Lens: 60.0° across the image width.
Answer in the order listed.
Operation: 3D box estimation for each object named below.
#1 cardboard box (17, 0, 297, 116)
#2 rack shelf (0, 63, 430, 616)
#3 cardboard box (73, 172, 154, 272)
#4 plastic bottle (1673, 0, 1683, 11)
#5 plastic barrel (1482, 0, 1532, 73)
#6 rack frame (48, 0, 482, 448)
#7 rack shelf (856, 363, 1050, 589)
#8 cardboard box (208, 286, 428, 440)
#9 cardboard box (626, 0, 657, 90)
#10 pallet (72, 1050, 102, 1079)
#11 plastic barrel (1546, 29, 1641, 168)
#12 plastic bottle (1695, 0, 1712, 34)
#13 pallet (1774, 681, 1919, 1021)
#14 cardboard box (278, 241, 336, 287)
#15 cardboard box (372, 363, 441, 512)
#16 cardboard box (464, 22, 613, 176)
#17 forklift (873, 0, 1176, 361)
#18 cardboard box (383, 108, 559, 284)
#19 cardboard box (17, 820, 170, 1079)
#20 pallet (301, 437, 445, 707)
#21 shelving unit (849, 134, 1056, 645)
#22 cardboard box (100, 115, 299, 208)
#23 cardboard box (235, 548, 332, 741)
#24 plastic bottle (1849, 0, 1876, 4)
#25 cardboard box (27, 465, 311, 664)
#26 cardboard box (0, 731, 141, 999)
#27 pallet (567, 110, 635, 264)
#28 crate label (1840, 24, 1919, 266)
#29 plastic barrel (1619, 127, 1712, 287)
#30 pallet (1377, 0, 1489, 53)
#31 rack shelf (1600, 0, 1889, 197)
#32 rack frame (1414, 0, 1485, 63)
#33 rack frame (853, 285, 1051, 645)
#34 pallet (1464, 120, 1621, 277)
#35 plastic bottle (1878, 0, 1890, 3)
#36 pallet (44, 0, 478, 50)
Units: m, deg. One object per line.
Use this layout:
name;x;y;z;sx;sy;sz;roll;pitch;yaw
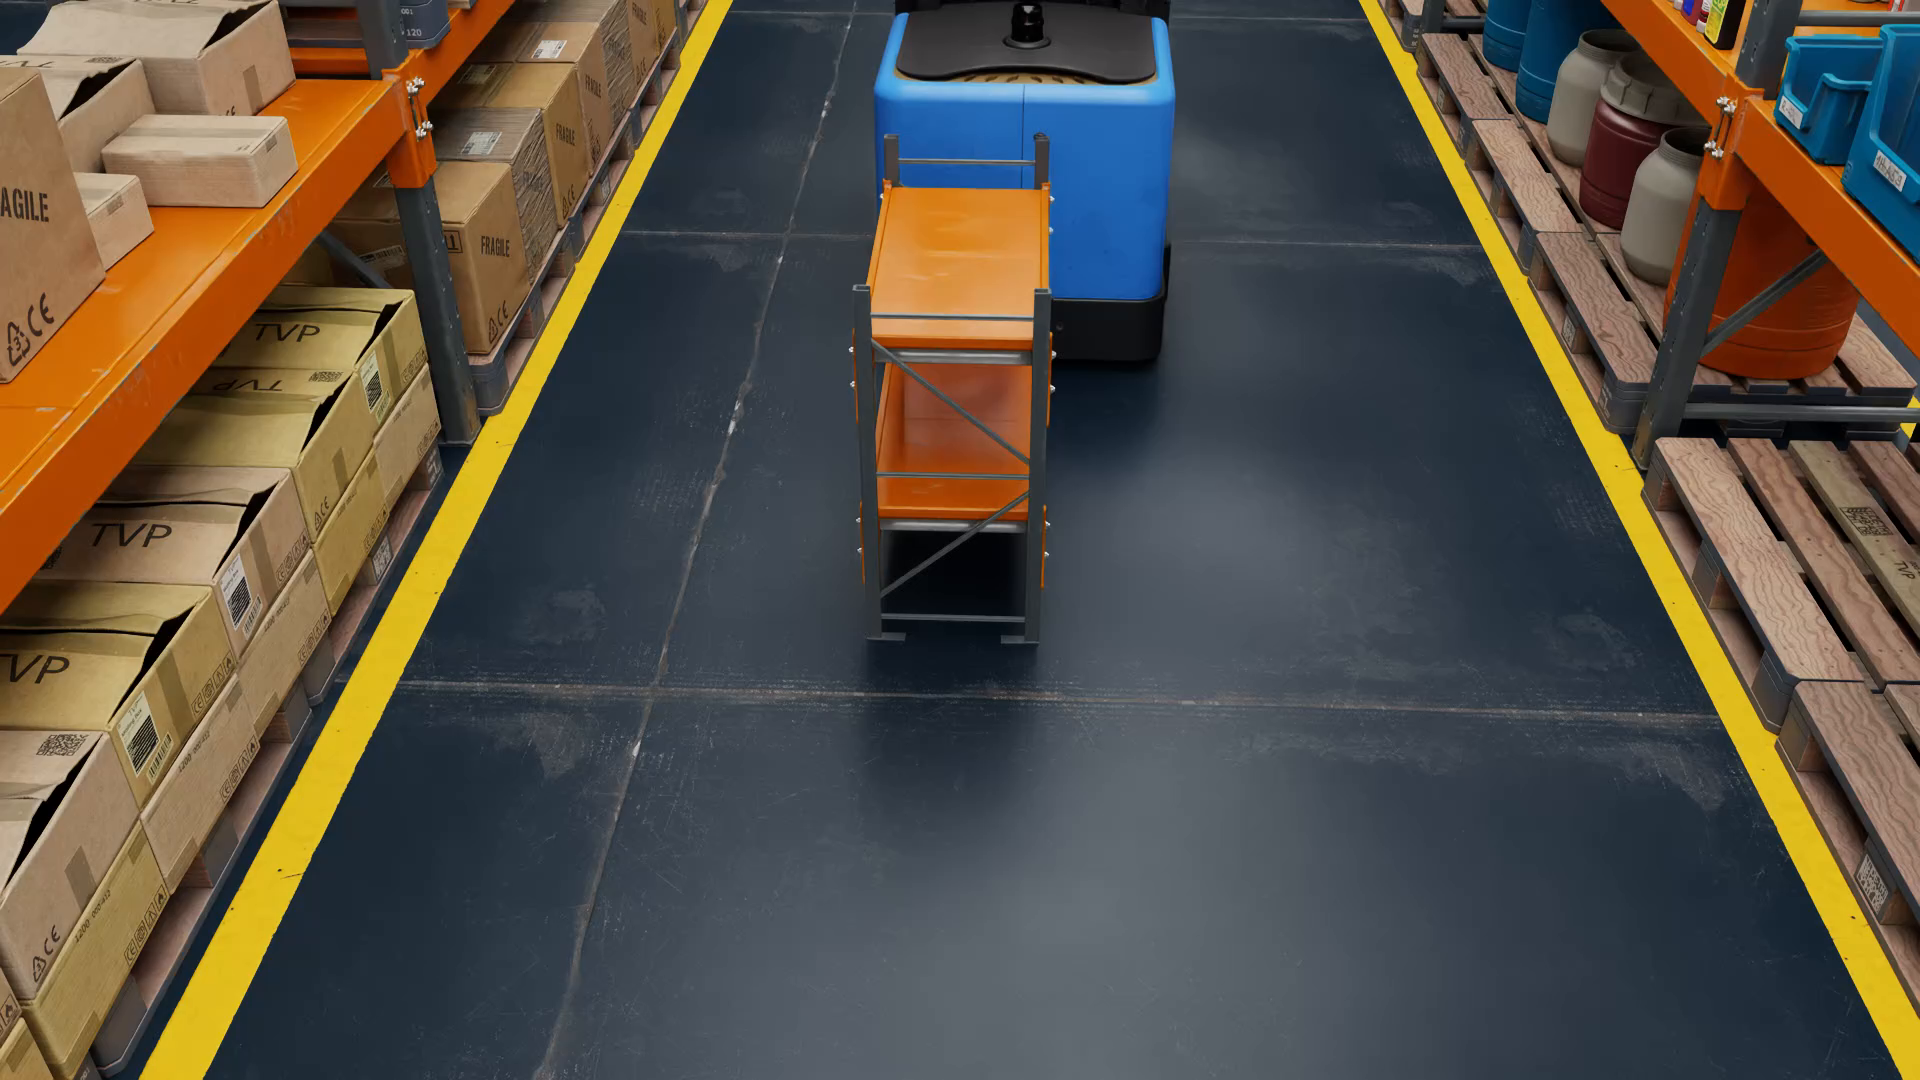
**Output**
cardboard box;-2.228;-1.347;4.636;0.500;0.311;0.500;3;35;5
rack shelf;-2.250;-0.148;3.478;1.077;0.370;4.000;1;35;2
cardboard box;-2.164;-0.755;3.934;0.380;0.149;0.250;4;35;5
plastic bottle;2.402;-1.834;5.424;0.097;0.201;0.097;0;35;0
plastic barrel;2.902;-2.774;8.048;0.600;0.901;0.708;1;35;2
rack frame;-2.169;-1.592;4.906;1.000;3.000;0.127;1;35;2
rack shelf;0.000;-0.264;5.073;0.538;0.278;1.000;1;35;2
cardboard box;-1.944;-0.561;4.978;0.500;0.311;0.500;2;35;3
cardboard box;-1.770;-2.473;7.951;0.500;0.500;0.500;1;35;2
pallet;-2.339;1.423;3.041;1.003;0.211;1.213;1;35;2
plastic barrel;2.761;-1.886;7.123;0.421;0.512;0.421;0;35;0
plastic bottle;2.393;-1.702;5.236;0.097;0.201;0.097;0;35;0
pallet;2.658;0.809;3.915;1.003;0.211;1.213;1;35;2
cardboard box;-2.366;-1.292;6.270;0.500;0.500;0.500;3;35;4
cardboard box;-1.947;-0.330;5.138;0.500;0.250;0.500;2;35;3
cardboard box;-1.809;-1.893;7.126;0.500;0.500;0.500;0;35;0
forklift;0.301;-2.674;6.506;1.130;2.935;3.031;2;35;3
cardboard box;-1.850;-1.305;6.289;0.500;0.500;0.500;0;35;0
cardboard box;-2.026;0.842;3.469;0.500;0.250;0.500;0;35;0
pallet;-2.241;0.021;5.036;1.003;0.211;1.213;1;35;2
shelving unit;0.000;-0.464;4.932;0.538;1.125;1.048;1;35;2
cardboard box;-1.929;-0.966;4.234;0.380;0.149;0.250;1;35;2
cardboard box;-1.987;0.255;4.305;0.500;0.250;0.500;2;35;3
plastic bottle;3.013;-1.893;5.507;0.097;0.201;0.097;0;35;0
cardboard box;-1.982;0.028;4.141;0.500;0.311;0.500;1;35;2
cardboard box;-2.020;0.614;3.306;0.500;0.311;0.500;0;35;0
pallet;-2.050;-1.578;7.311;1.003;0.211;1.213;1;35;2
crate label;2.470;-0.925;3.926;0.502;0.435;0.616;1;35;2
plastic barrel;2.716;-1.237;6.200;0.421;0.512;0.421;0;35;0
pallet;2.931;-3.056;9.414;1.003;0.211;1.213;1;35;2
rack shelf;2.860;-2.330;6.582;1.077;0.370;4.000;1;35;2
rack frame;2.941;-3.773;8.010;1.000;3.000;0.127;1;35;2
rack frame;-0.020;-0.172;4.517;0.500;1.125;0.032;1;35;2
pallet;2.822;-1.487;7.182;1.003;0.211;1.213;1;35;2
plastic bottle;3.139;-1.931;5.497;0.152;0.276;0.135;1;35;2
pallet;-2.212;-1.904;5.517;1.213;0.211;1.003;1;35;2
